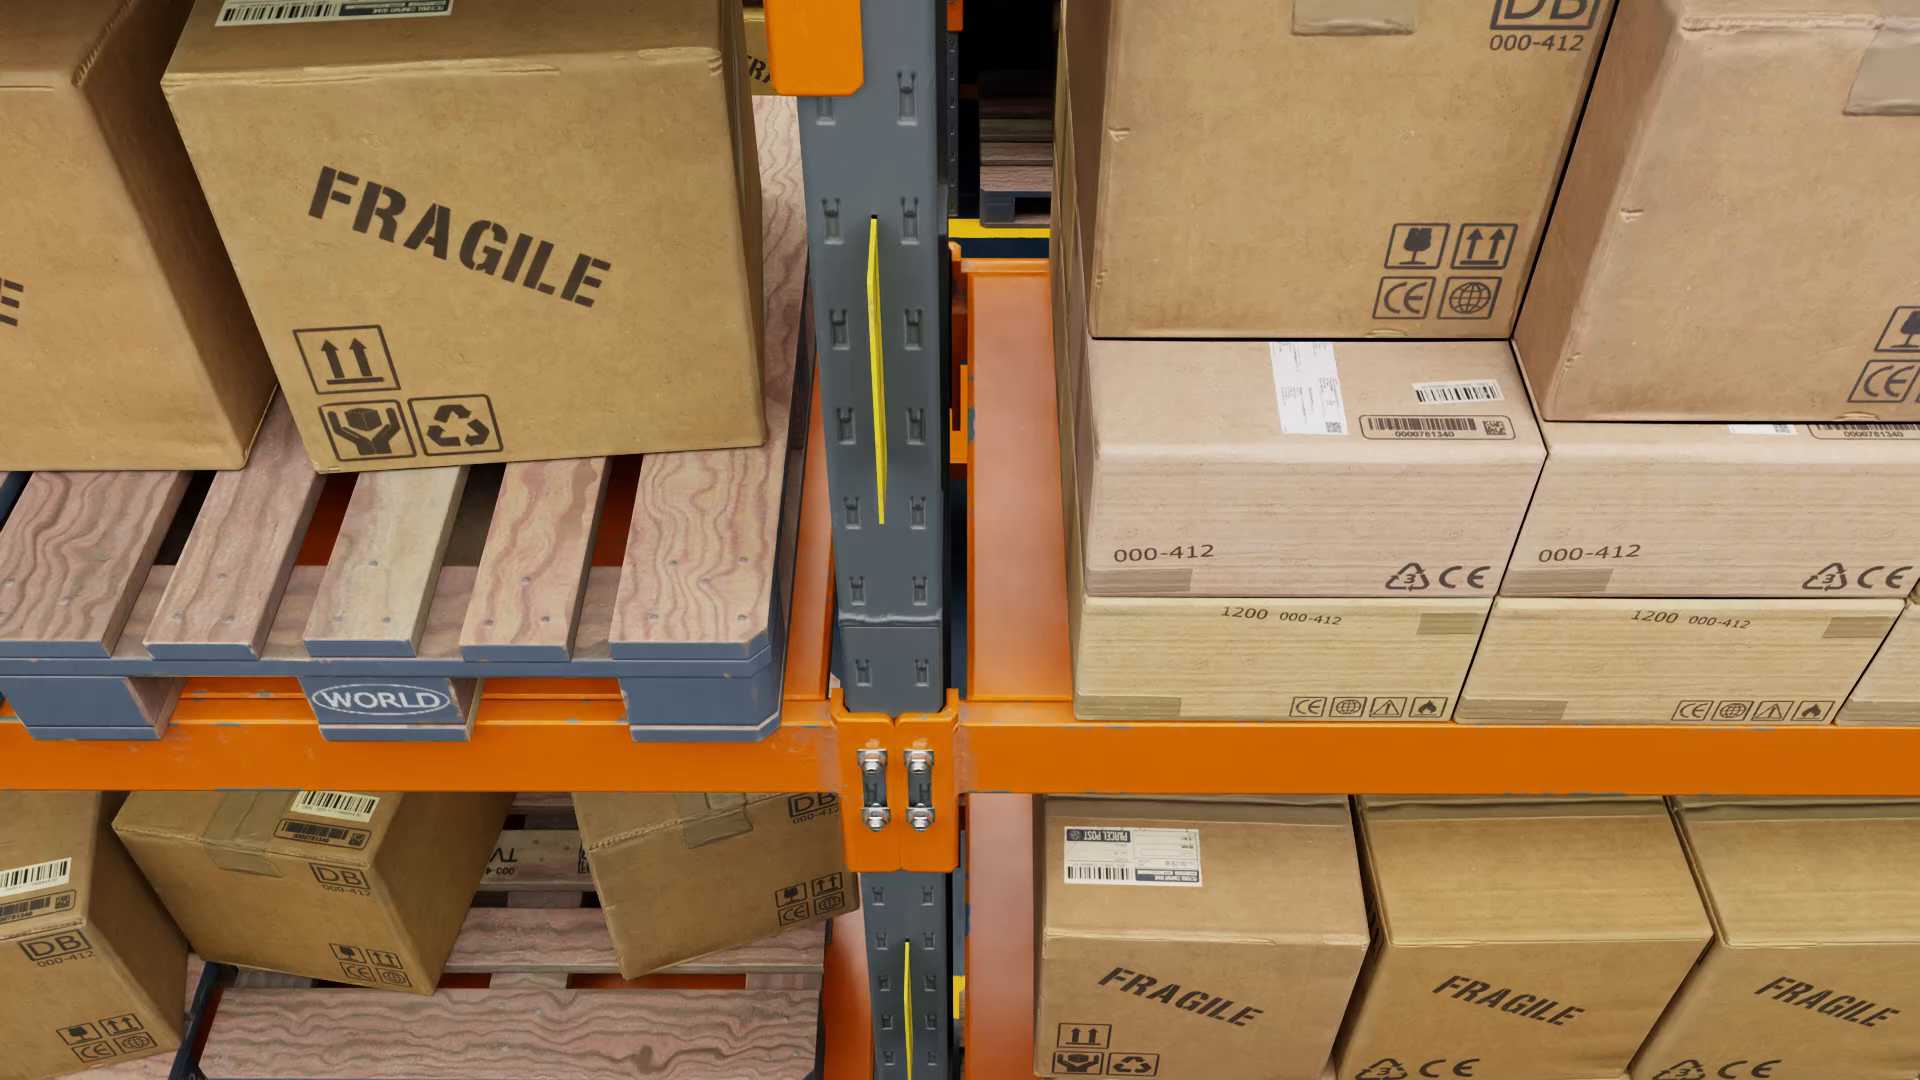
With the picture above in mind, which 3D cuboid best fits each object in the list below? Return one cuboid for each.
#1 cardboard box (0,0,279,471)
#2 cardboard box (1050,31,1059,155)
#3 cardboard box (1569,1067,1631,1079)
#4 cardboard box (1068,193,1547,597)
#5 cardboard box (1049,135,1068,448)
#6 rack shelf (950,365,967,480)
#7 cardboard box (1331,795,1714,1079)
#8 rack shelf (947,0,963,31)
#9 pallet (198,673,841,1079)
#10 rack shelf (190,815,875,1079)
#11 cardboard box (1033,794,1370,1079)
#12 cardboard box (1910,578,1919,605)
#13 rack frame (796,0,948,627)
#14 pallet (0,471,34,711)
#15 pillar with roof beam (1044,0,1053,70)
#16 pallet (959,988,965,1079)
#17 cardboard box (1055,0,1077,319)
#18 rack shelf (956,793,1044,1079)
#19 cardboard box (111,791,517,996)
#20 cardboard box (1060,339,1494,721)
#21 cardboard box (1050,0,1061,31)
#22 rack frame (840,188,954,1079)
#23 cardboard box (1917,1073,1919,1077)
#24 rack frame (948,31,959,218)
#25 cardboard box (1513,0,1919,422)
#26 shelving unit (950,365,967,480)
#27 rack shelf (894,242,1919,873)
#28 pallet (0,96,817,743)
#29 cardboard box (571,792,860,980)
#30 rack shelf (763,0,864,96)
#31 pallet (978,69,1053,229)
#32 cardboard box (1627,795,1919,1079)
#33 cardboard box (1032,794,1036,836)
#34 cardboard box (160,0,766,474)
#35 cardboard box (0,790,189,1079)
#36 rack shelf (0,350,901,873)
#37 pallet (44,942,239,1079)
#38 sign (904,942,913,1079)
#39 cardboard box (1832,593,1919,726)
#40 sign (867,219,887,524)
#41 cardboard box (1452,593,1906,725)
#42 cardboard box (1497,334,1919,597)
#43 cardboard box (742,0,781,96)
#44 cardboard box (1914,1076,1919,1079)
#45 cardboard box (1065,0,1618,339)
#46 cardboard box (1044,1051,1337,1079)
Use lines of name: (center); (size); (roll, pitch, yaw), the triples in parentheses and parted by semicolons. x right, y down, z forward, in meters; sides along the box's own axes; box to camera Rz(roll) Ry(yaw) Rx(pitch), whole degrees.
cardboard box: (-1.256, -0.510, 2.203); (0.600, 0.600, 0.600); (0, 47, 0)
cardboard box: (0.678, -2.077, 7.555); (0.500, 0.500, 0.700); (1, 47, 1)
cardboard box: (0.936, 0.929, 3.268); (0.500, 0.500, 0.500); (1, 47, 1)
cardboard box: (0.401, -0.195, 2.094); (0.500, 0.250, 0.500); (0, 47, 0)
cardboard box: (0.403, -0.401, 2.627); (0.500, 0.250, 0.500); (0, 47, 0)
rack shelf: (-0.085, -0.389, 5.833); (1.000, 0.185, 0.538); (0, 47, 0)
cardboard box: (0.902, 0.597, 2.894); (0.500, 0.500, 0.500); (-1, 47, -1)
rack shelf: (1.930, -2.612, 7.123); (4.000, 0.370, 1.077); (0, 47, 0)
pallet: (-0.883, 0.747, 3.637); (1.213, 0.211, 1.003); (0, 47, 0)
rack shelf: (-2.084, 1.003, 3.759); (4.000, 0.370, 1.077); (0, 47, 0)
cardboard box: (0.386, 0.596, 2.895); (0.500, 0.500, 0.500); (1, 47, 1)
cardboard box: (1.401, -0.185, 2.084); (0.500, 0.250, 0.500); (0, 47, 0)
rack frame: (-0.084, -1.281, 1.294); (0.127, 3.000, 1.000); (0, 47, 0)
pallet: (-1.773, -0.248, 2.511); (1.003, 0.211, 1.213); (0, 47, 0)
pillar with roof beam: (0.618, -2.387, 2.324); (0.400, 9.000, 9.100); (0, 47, 0)
pallet: (0.602, 1.716, 4.509); (1.213, 0.211, 1.003); (0, 47, 0)
cardboard box: (0.403, -0.575, 2.448); (0.500, 0.250, 0.500); (0, 47, 0)
rack shelf: (1.916, 1.014, 3.748); (4.000, 0.370, 1.077); (0, 47, 0)
cardboard box: (-1.245, 0.466, 3.412); (0.500, 0.500, 0.700); (7, 47, 6)
cardboard box: (0.401, -0.025, 2.277); (0.500, 0.250, 0.500); (0, 47, 0)
cardboard box: (0.534, -2.444, 7.453); (0.250, 0.149, 0.380); (0, 47, 0)
rack frame: (-0.084, 0.763, 3.490); (0.127, 3.000, 1.000); (0, 47, 0)
cardboard box: (1.932, 0.599, 2.891); (0.500, 0.500, 0.500); (1, 47, 1)
rack frame: (-0.070, -2.863, 6.865); (0.127, 3.000, 1.000); (0, 47, 0)
cardboard box: (0.902, -0.555, 1.917); (0.500, 0.500, 0.700); (0, 47, 0)
shelving unit: (-0.076, -0.511, 5.701); (1.083, 1.500, 0.587); (0, 47, 0)
rack shelf: (1.916, -0.008, 2.650); (4.000, 0.370, 1.077); (0, 47, 0)
pallet: (-0.736, -0.248, 2.511); (1.003, 0.211, 1.213); (0, 47, 0)
cardboard box: (-0.557, 0.421, 3.453); (0.500, 0.500, 0.700); (-14, 49, -13)
rack shelf: (-2.084, -0.905, 1.709); (4.000, 0.370, 1.077); (0, 47, 0)
pallet: (0.691, -1.853, 7.831); (1.213, 0.211, 1.003); (0, 47, 0)
cardboard box: (1.416, 0.599, 2.892); (0.500, 0.500, 0.500); (-1, 47, -1)
cardboard box: (0.417, 0.543, 3.627); (0.500, 0.500, 0.500); (1, 47, 1)
cardboard box: (-0.588, -0.525, 2.217); (0.600, 0.600, 0.600); (-4, 47, -4)
cardboard box: (-1.851, 0.627, 3.262); (0.500, 0.500, 0.700); (-11, 48, -10)
rack shelf: (-2.084, -0.019, 2.661); (4.000, 0.370, 1.077); (0, 47, 0)
pallet: (-2.140, 0.820, 3.569); (1.213, 0.211, 1.003); (0, 47, 0)
sign: (-0.083, 0.775, 2.688); (0.005, 0.325, 0.100); (0, 47, 0)
cardboard box: (1.401, -0.018, 2.271); (0.500, 0.250, 0.500); (0, 47, 0)
sign: (-0.083, -0.163, 1.681); (0.005, 0.325, 0.100); (0, 47, 0)
cardboard box: (0.901, -0.021, 2.273); (0.500, 0.250, 0.500); (0, 47, 0)
cardboard box: (0.901, -0.195, 2.094); (0.500, 0.250, 0.500); (0, 47, 0)
cardboard box: (-0.720, -2.180, 7.411); (0.750, 0.750, 0.750); (1, 47, 1)
cardboard box: (1.437, 0.932, 3.265); (0.500, 0.500, 0.500); (0, 47, 0)
cardboard box: (0.402, -0.660, 2.014); (0.500, 0.500, 0.700); (0, 47, 0)
cardboard box: (0.424, 0.930, 3.267); (0.500, 0.500, 0.500); (1, 47, 1)
